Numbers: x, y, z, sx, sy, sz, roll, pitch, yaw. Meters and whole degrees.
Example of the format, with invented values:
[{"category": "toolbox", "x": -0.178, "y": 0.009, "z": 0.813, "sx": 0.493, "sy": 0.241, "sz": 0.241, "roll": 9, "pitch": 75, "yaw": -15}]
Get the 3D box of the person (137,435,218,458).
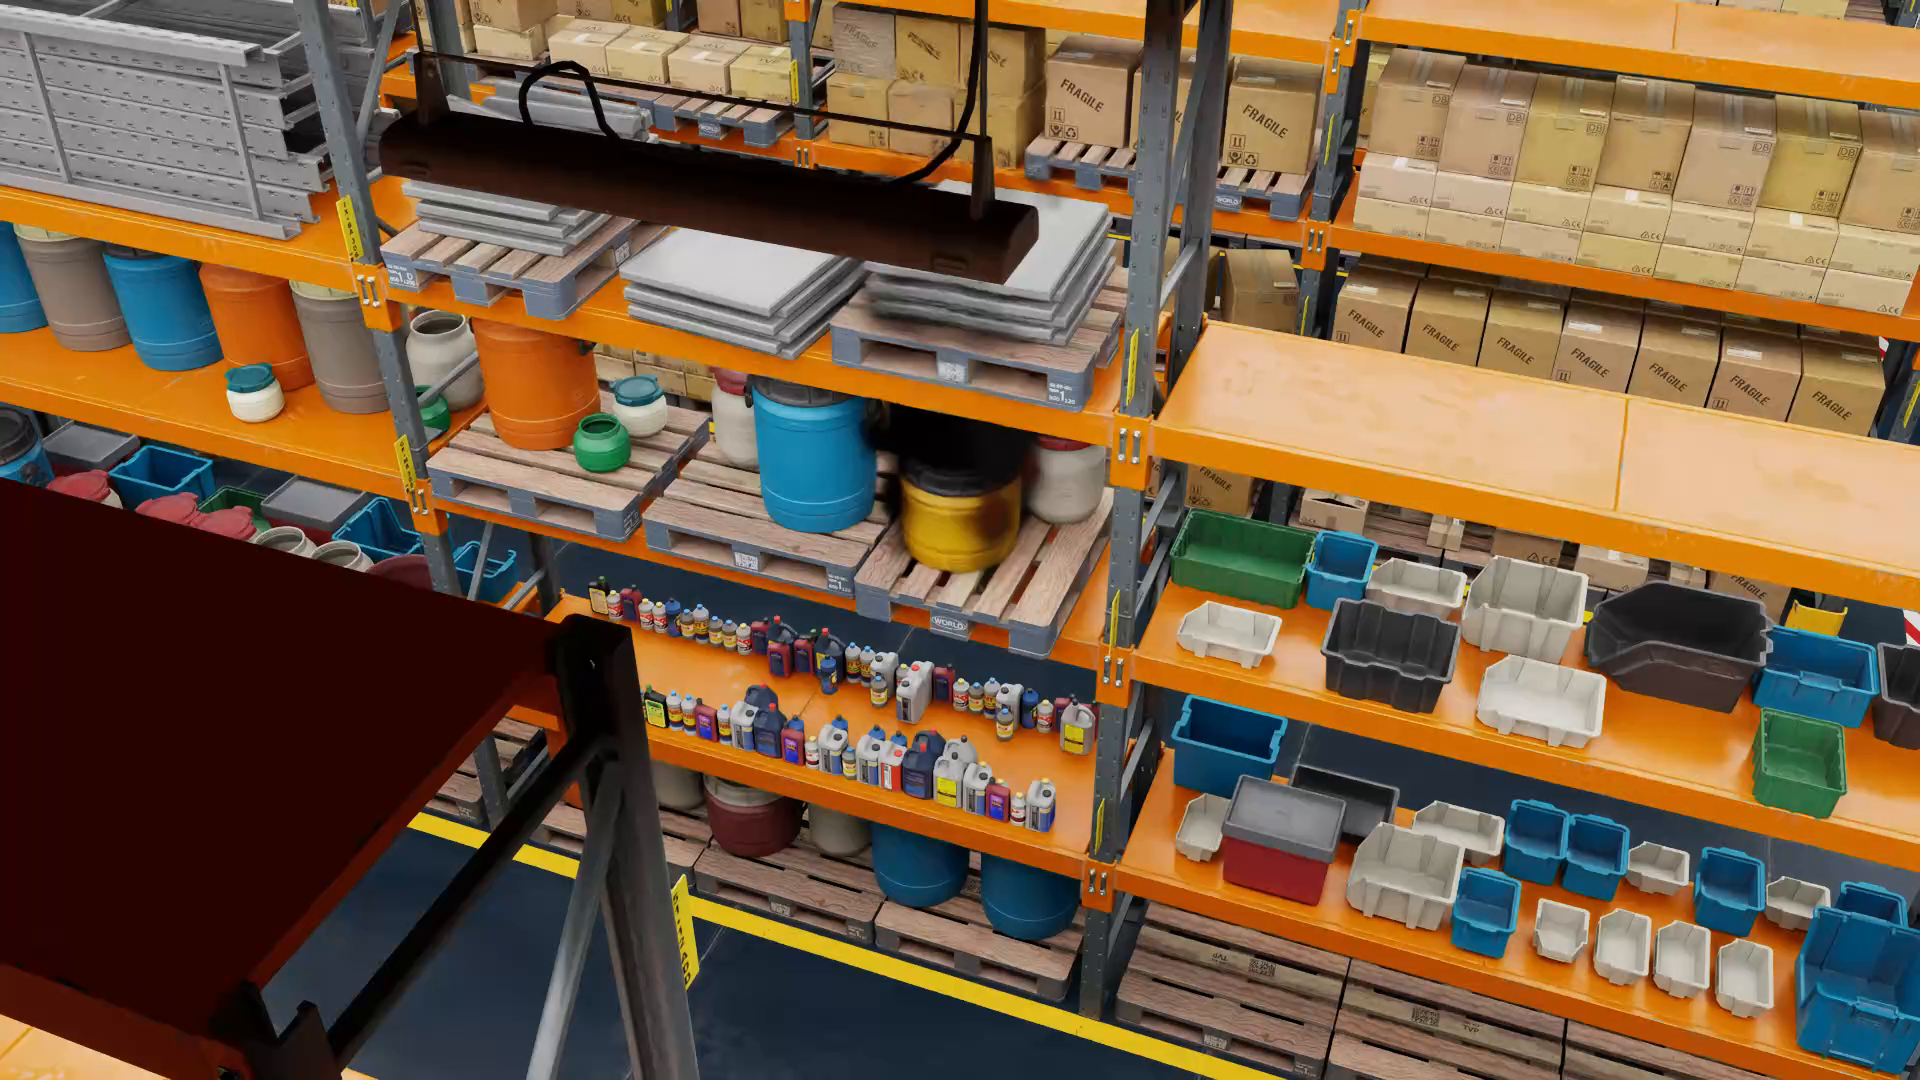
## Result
[{"category": "person", "x": -6.728, "y": -1.343, "z": 13.723, "sx": 0.900, "sy": 1.810, "sz": 0.665, "roll": 8, "pitch": 37, "yaw": 11}]
